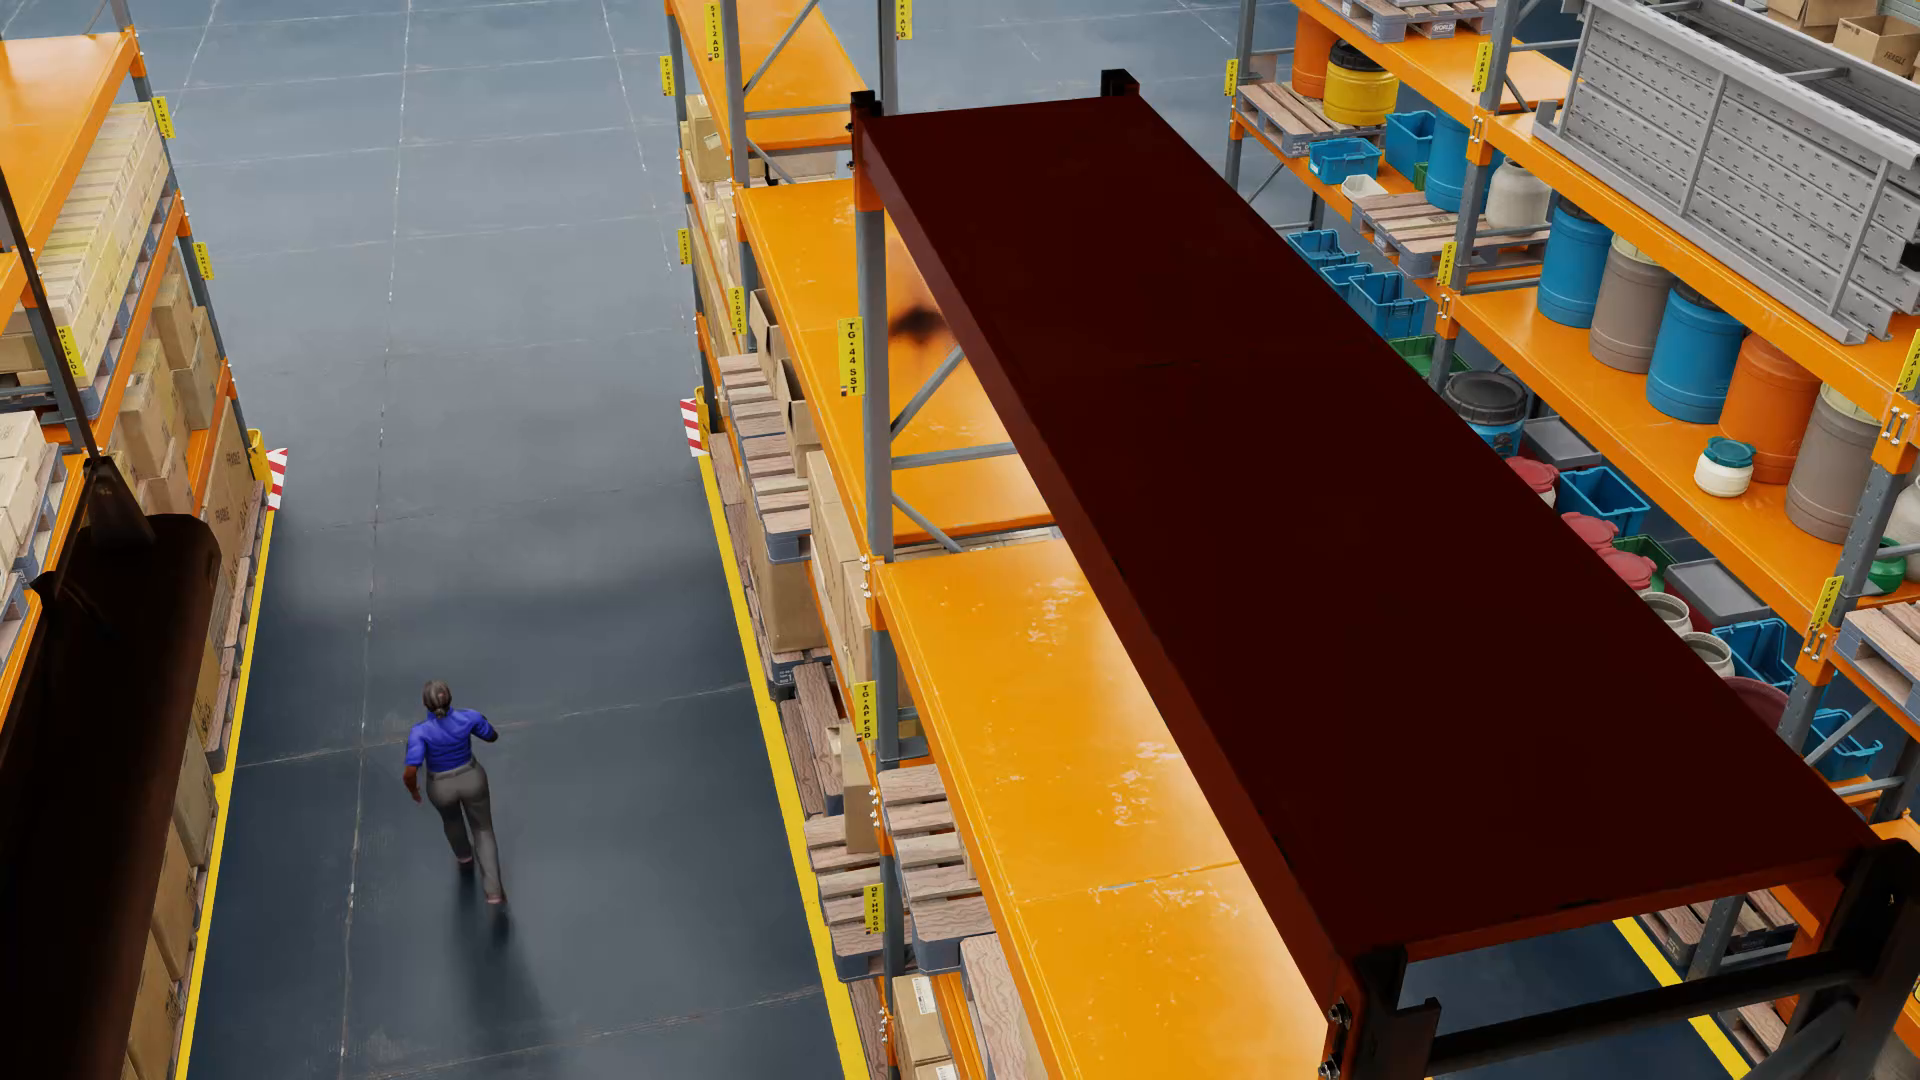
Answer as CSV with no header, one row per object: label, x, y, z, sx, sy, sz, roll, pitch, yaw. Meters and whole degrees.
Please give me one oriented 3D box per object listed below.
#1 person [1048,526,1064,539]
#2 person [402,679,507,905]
person,0.591,0.127,12.365,0.664,1.742,0.678,-11,36,-16
person,-3.114,1.549,10.330,0.604,1.663,0.897,-14,37,-20
